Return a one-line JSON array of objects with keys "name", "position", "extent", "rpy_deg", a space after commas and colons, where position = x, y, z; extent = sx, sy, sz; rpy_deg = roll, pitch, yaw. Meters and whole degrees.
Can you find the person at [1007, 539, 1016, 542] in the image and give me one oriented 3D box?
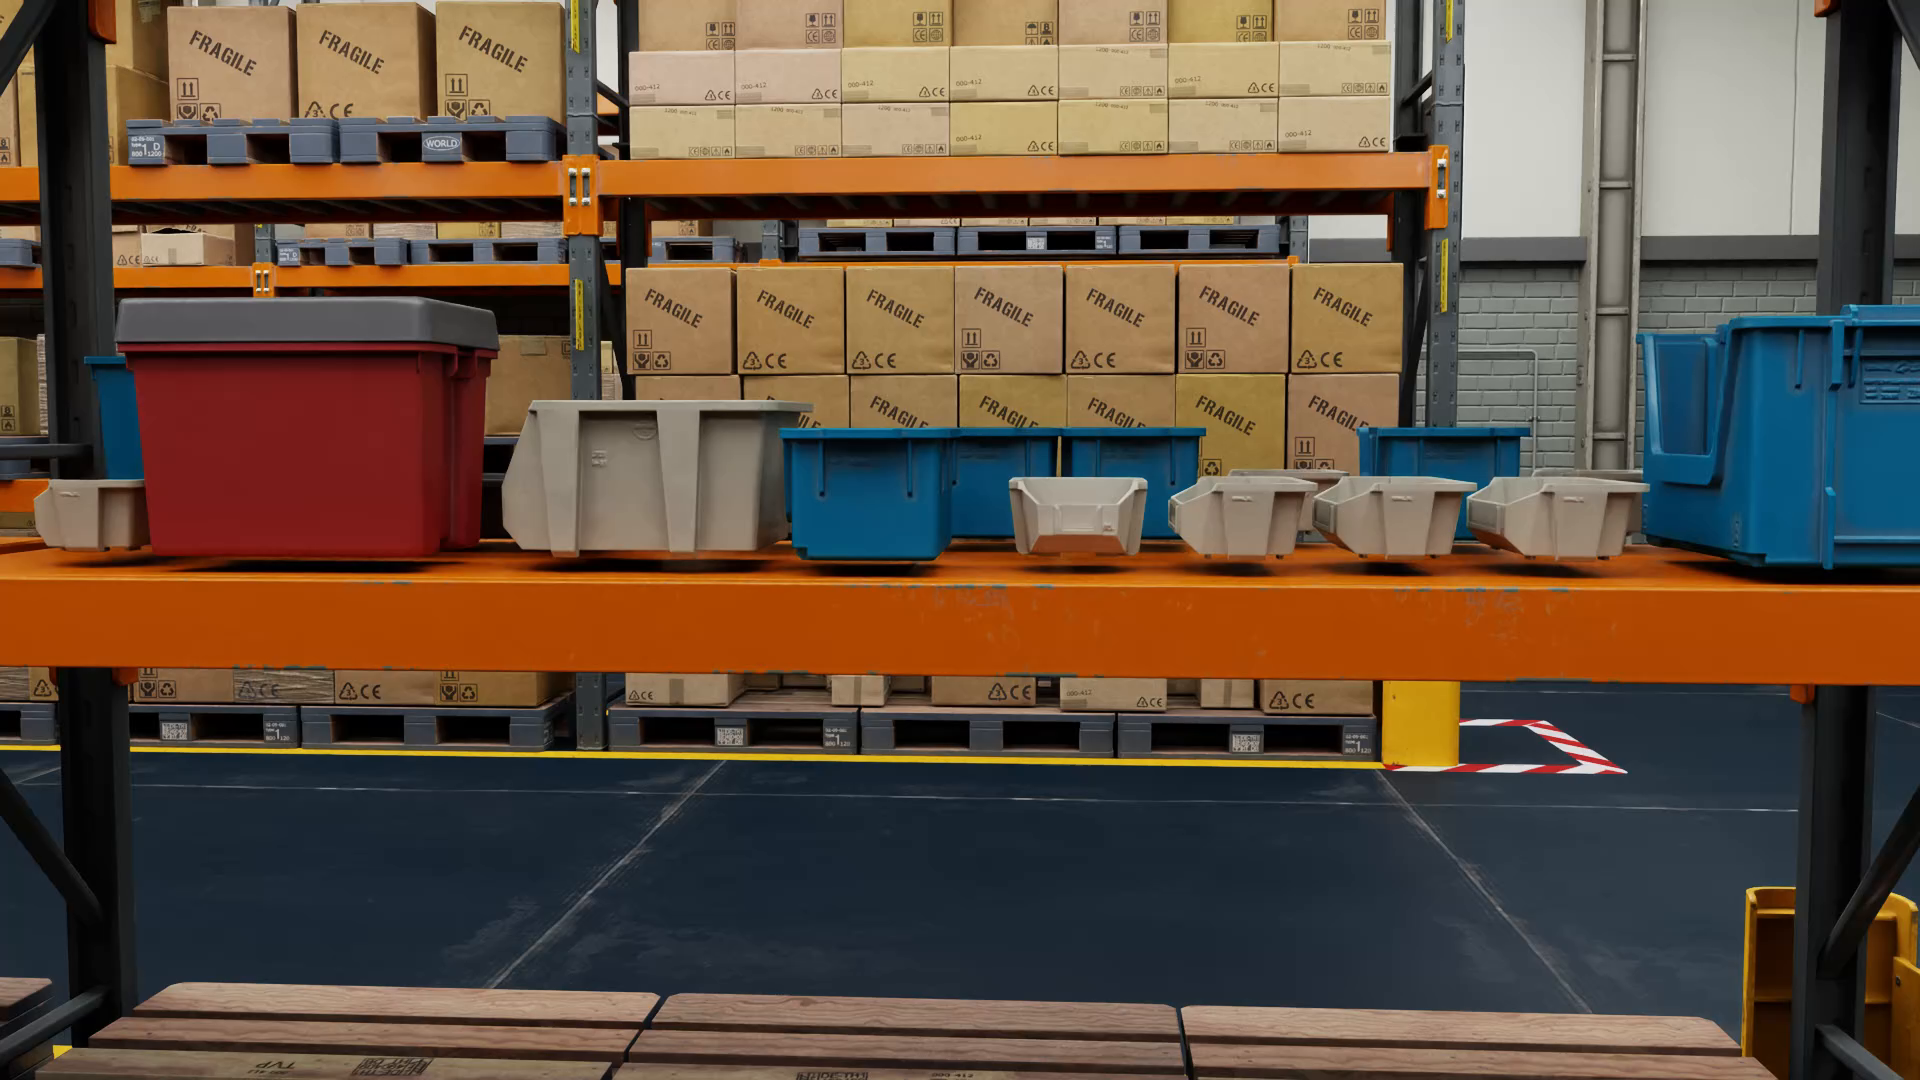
[{"name": "person", "position": [0.457, -0.035, 10.399], "extent": [0.814, 1.767, 0.670], "rpy_deg": [2, 4, 26]}]
